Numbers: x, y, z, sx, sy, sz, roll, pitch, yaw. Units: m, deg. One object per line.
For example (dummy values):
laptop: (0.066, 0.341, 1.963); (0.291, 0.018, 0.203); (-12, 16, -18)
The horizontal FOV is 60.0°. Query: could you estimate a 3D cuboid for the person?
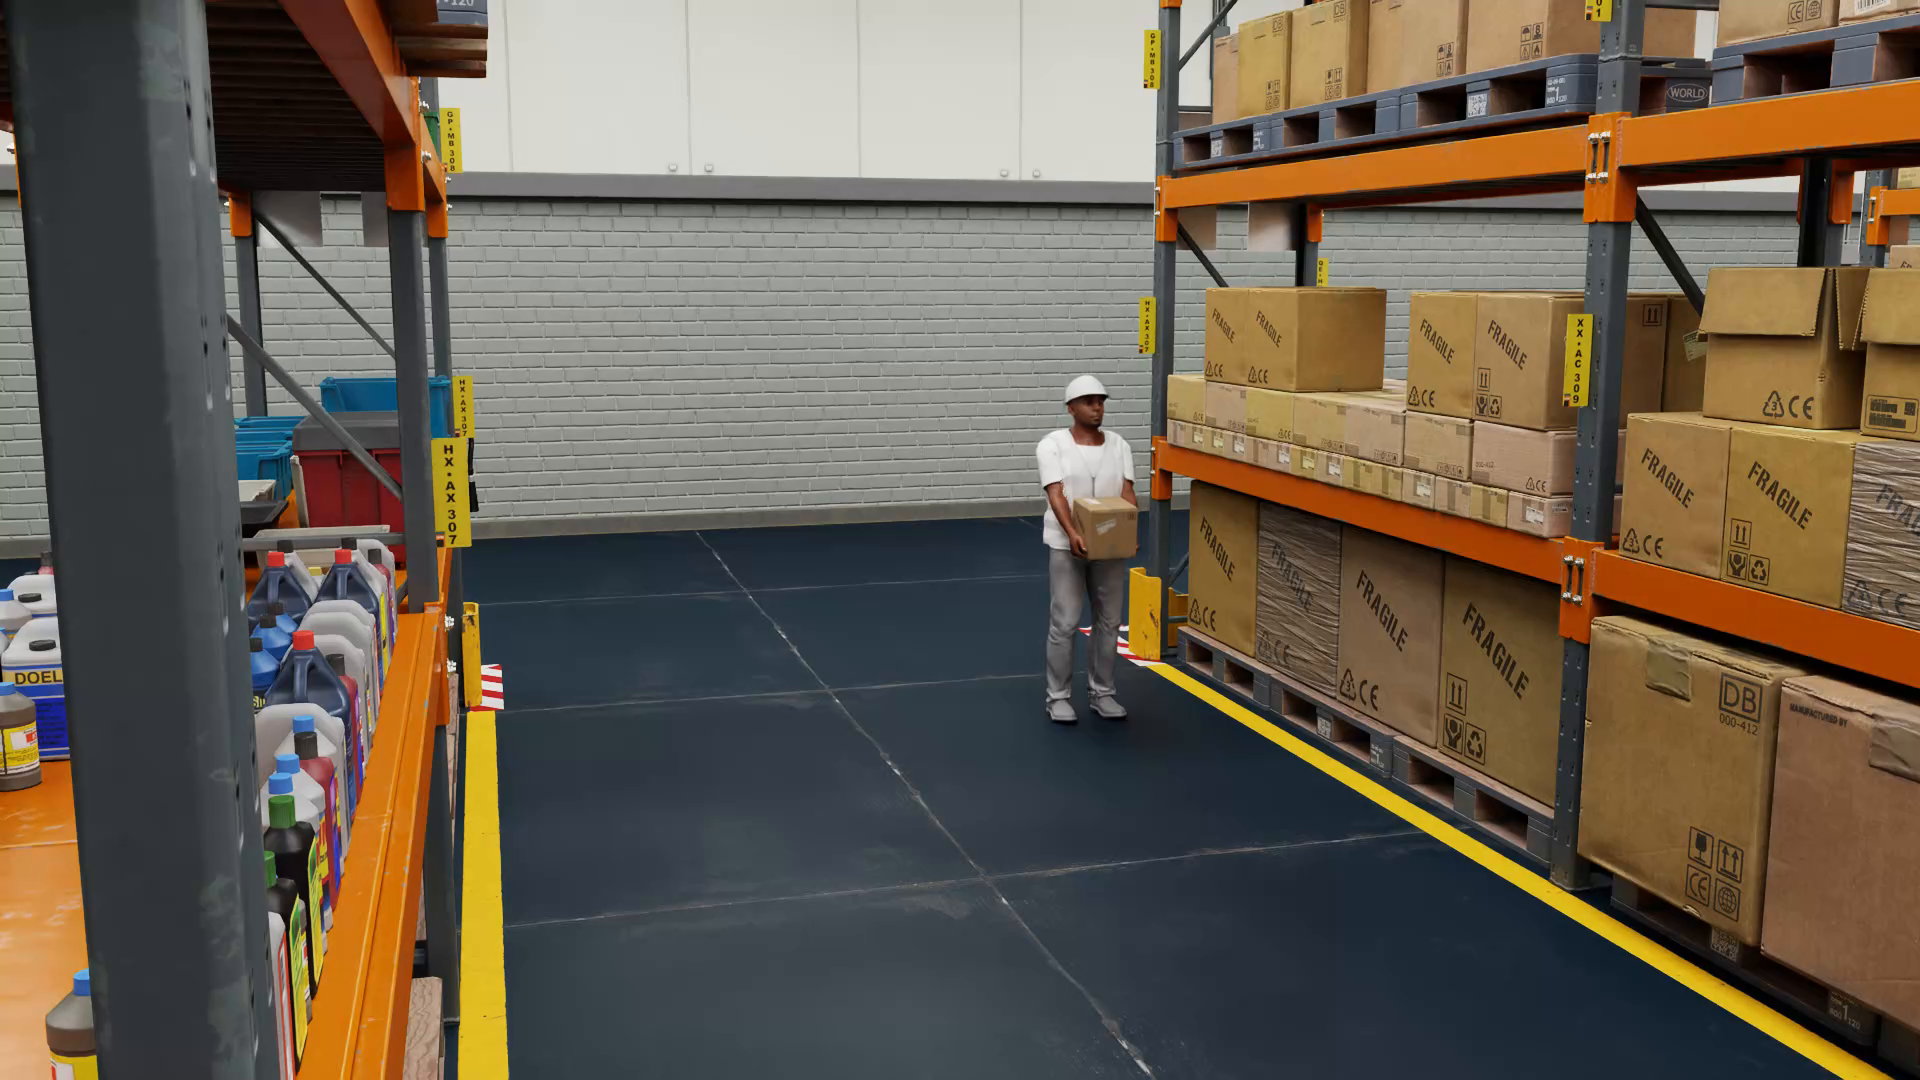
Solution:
person: (0.677, 0.054, 8.471); (0.507, 1.765, 0.576); (-3, 10, -16)
